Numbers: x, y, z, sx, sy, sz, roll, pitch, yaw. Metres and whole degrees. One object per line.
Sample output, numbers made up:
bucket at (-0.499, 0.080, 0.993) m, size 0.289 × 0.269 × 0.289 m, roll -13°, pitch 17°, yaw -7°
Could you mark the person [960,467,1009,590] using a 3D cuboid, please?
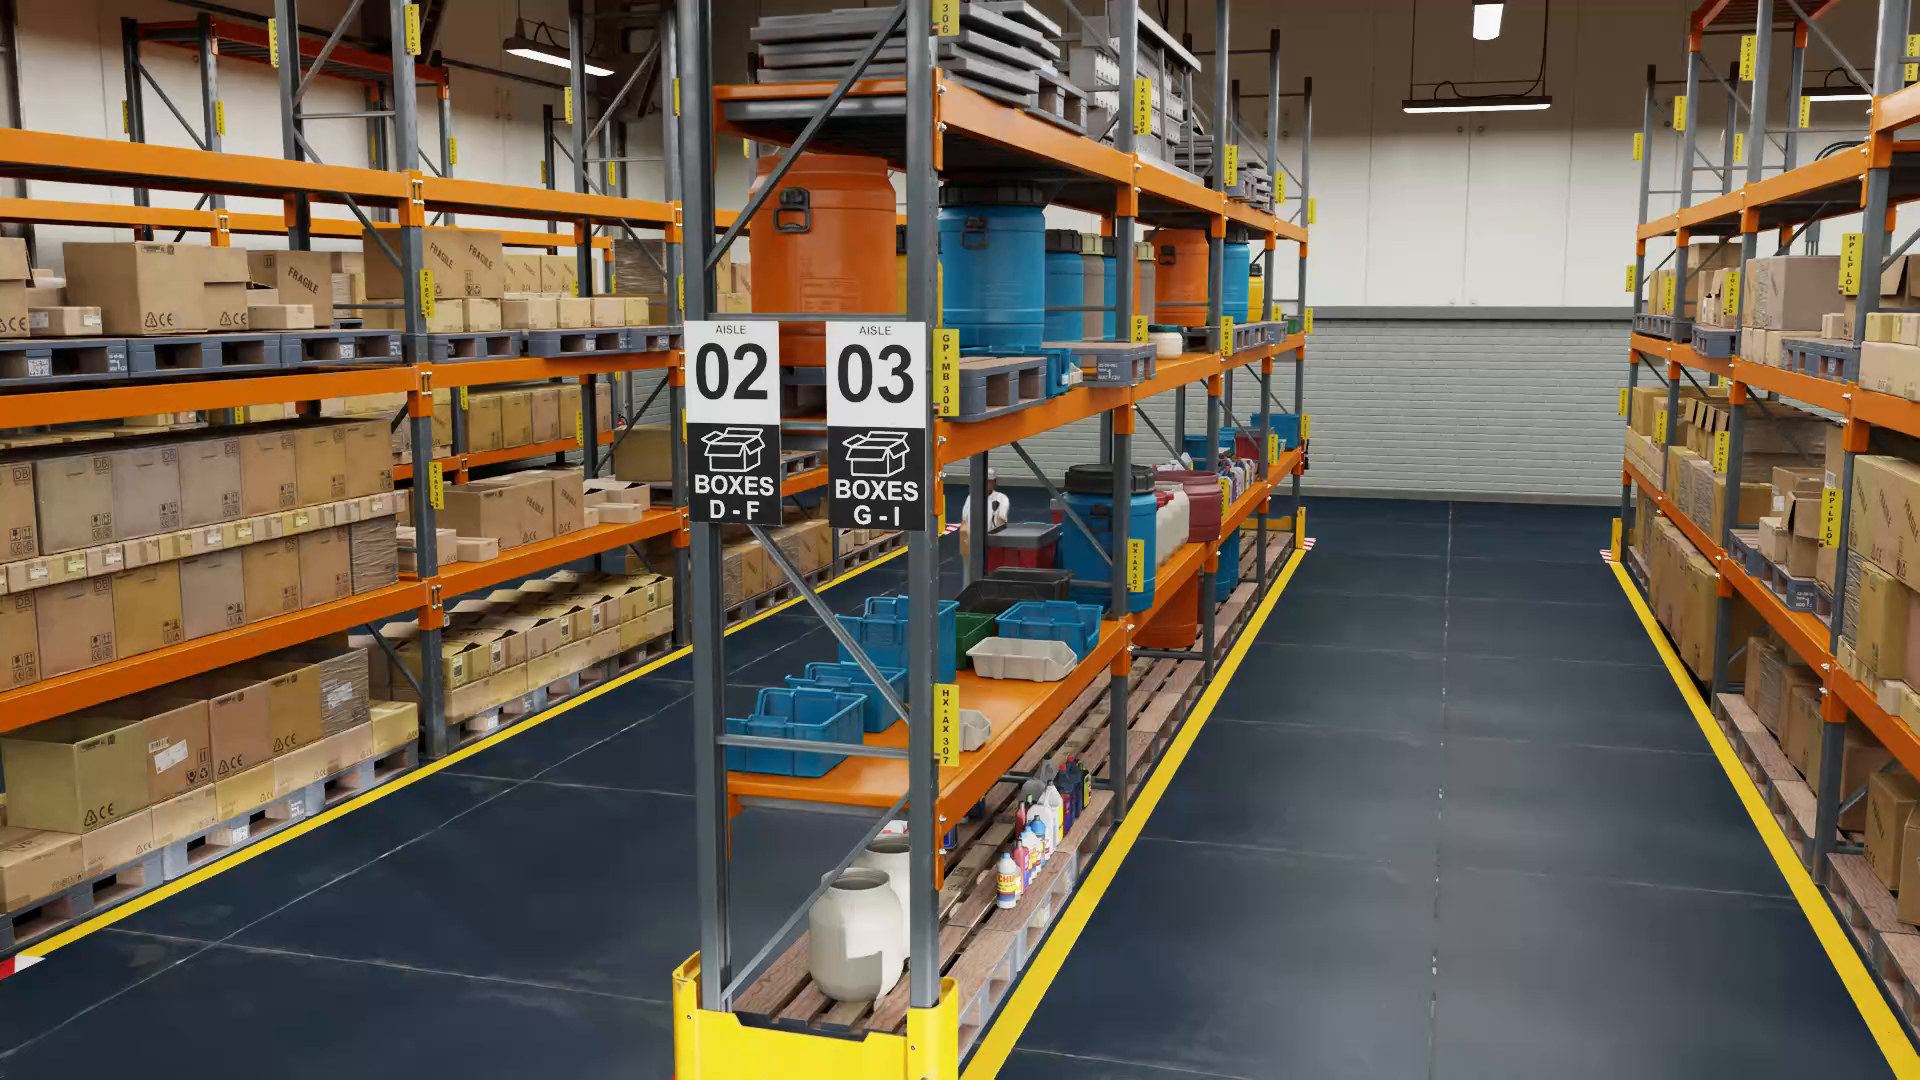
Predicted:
person at (0.217, 0.138, 15.941) m, size 0.455 × 1.656 × 0.541 m, roll 3°, pitch 9°, yaw 17°
